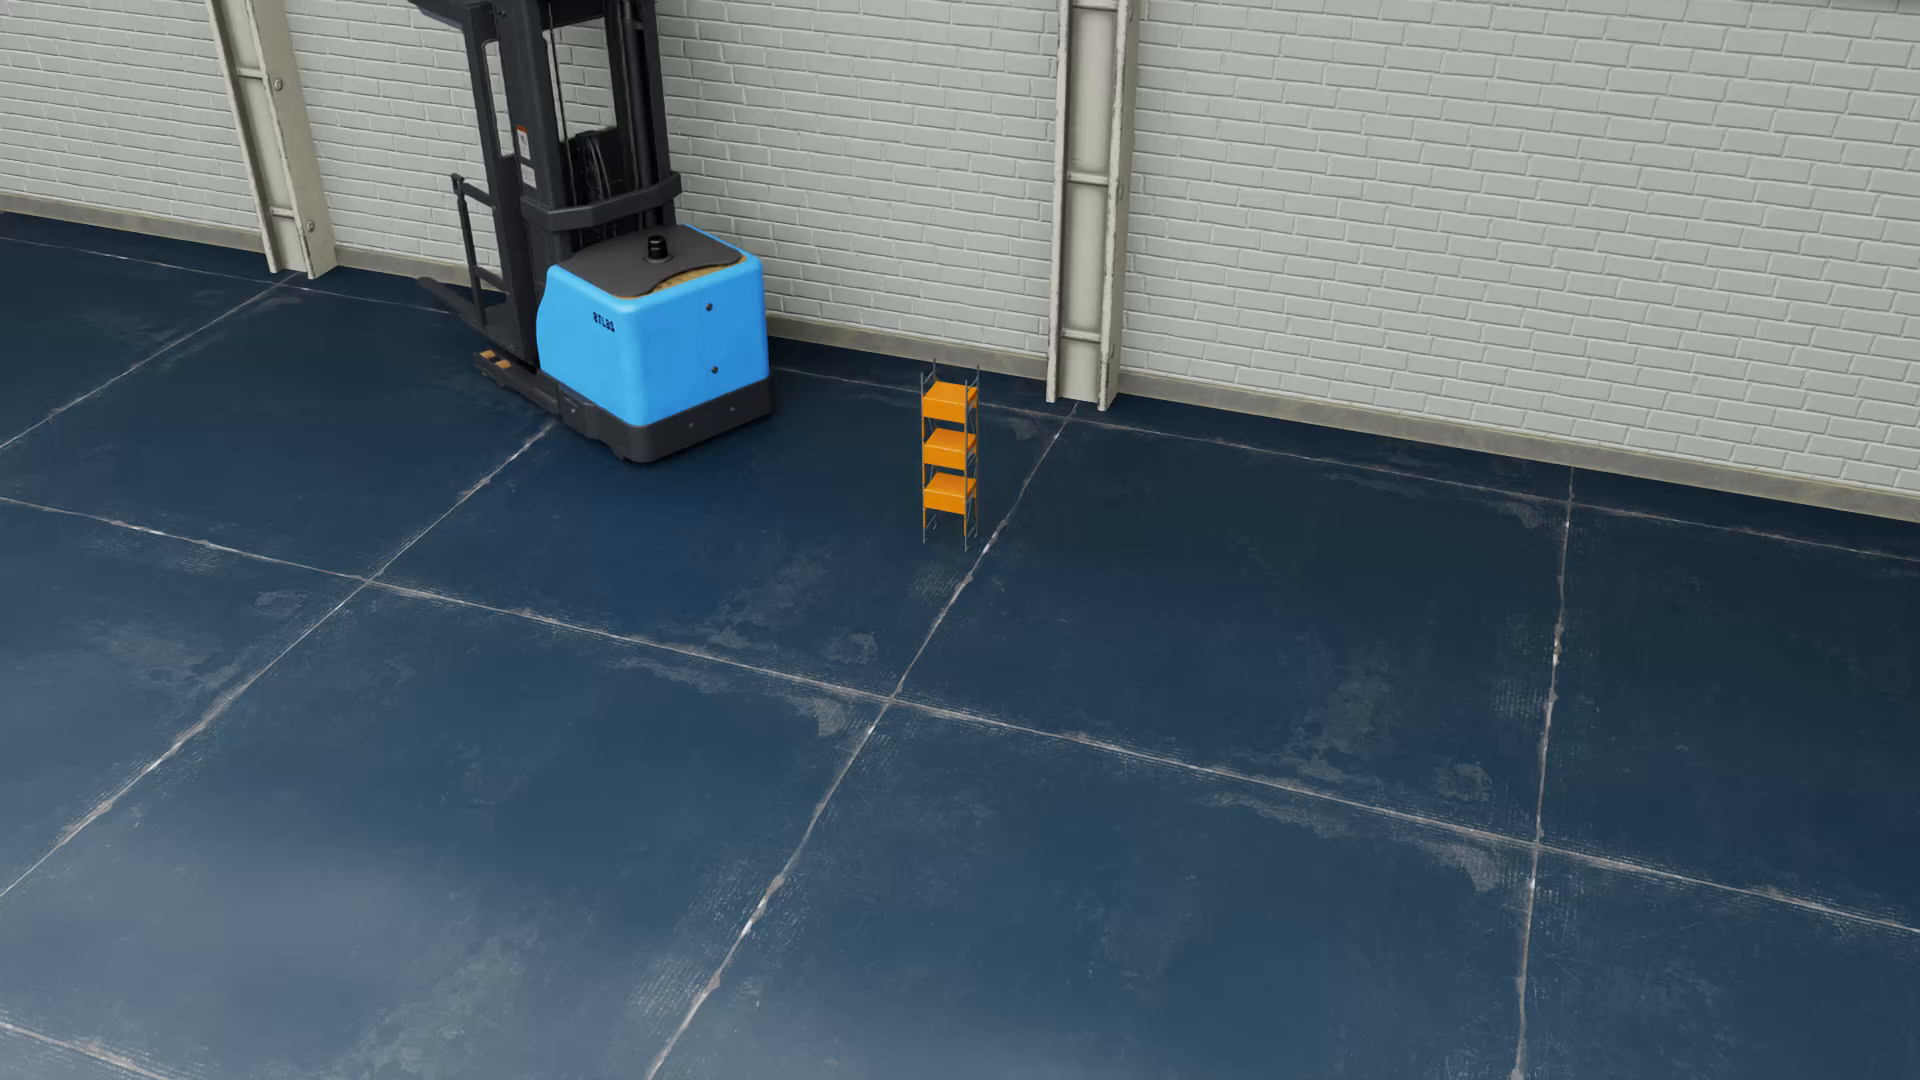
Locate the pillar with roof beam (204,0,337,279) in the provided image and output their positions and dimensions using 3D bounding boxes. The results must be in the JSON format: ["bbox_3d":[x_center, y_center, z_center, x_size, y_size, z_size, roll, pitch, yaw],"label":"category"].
[{"bbox_3d":[-6.316,-3.606,6.507,0.400,9.000,9.100,11,34,16],"label":"pillar with roof beam"}]

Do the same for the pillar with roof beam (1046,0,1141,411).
[{"bbox_3d":[-0.668,-2.508,4.806,0.400,9.000,9.100,11,34,16],"label":"pillar with roof beam"}]

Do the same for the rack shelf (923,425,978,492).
[{"bbox_3d":[-0.050,-0.442,8.954,0.240,0.259,0.215,11,34,16],"label":"rack shelf"}]

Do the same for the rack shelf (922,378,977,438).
[{"bbox_3d":[-0.050,-0.680,8.800,0.240,0.259,0.215,11,34,16],"label":"rack shelf"}]

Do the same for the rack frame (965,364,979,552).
[{"bbox_3d":[0.064,-0.429,8.914,0.008,1.050,0.200,11,34,16],"label":"rack frame"}]

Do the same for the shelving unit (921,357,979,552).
[{"bbox_3d":[-0.050,-0.451,8.948,0.252,1.050,0.215,11,34,16],"label":"shelving unit"}]

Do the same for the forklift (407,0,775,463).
[{"bbox_3d":[-2.529,-2.395,10.226,1.130,2.935,3.031,-27,42,-35],"label":"forklift"}]

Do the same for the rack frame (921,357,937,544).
[{"bbox_3d":[-0.165,-0.473,8.983,0.008,1.050,0.200,11,34,16],"label":"rack frame"}]

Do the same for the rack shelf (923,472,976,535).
[{"bbox_3d":[-0.050,-0.208,9.105,0.240,0.259,0.215,11,34,16],"label":"rack shelf"}]
